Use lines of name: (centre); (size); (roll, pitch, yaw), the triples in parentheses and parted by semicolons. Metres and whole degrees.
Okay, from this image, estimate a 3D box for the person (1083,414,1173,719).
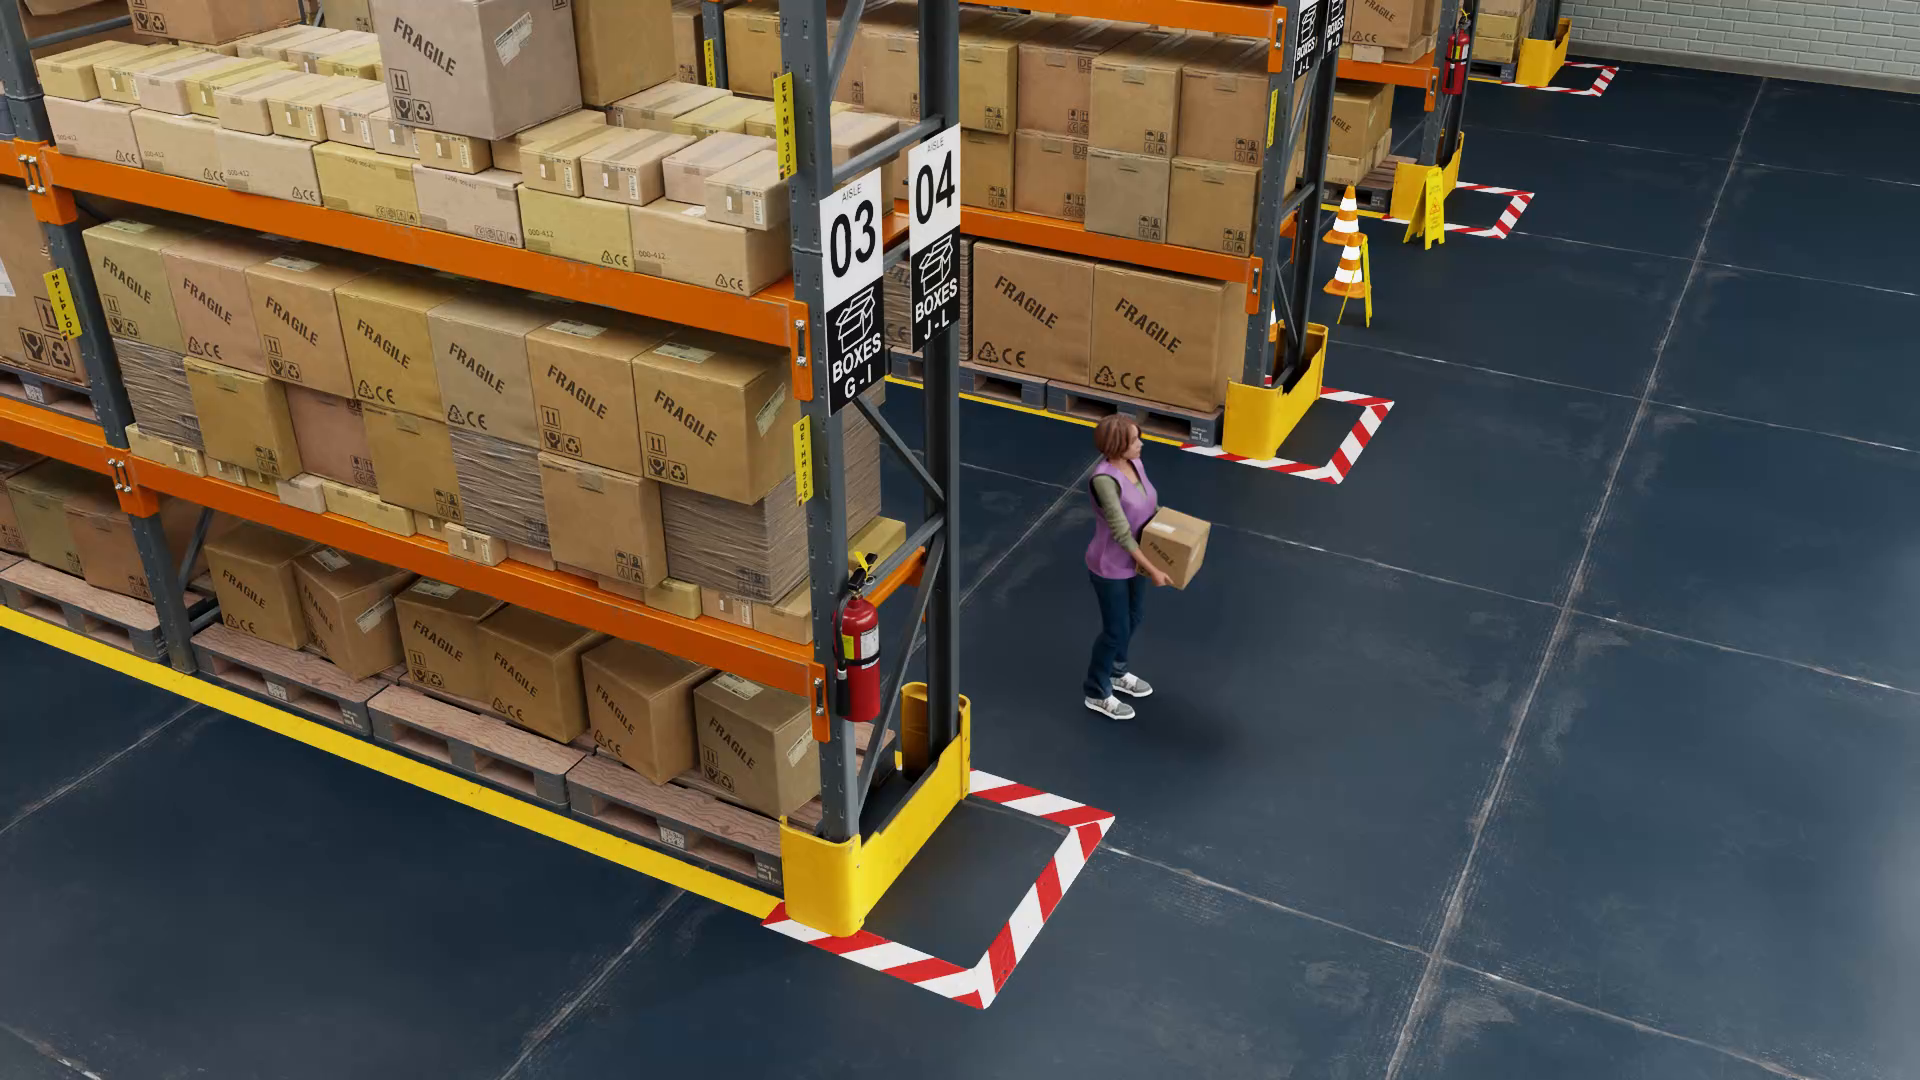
person: (0.850, 0.142, 8.053); (0.494, 1.590, 0.404); (15, 34, 24)
